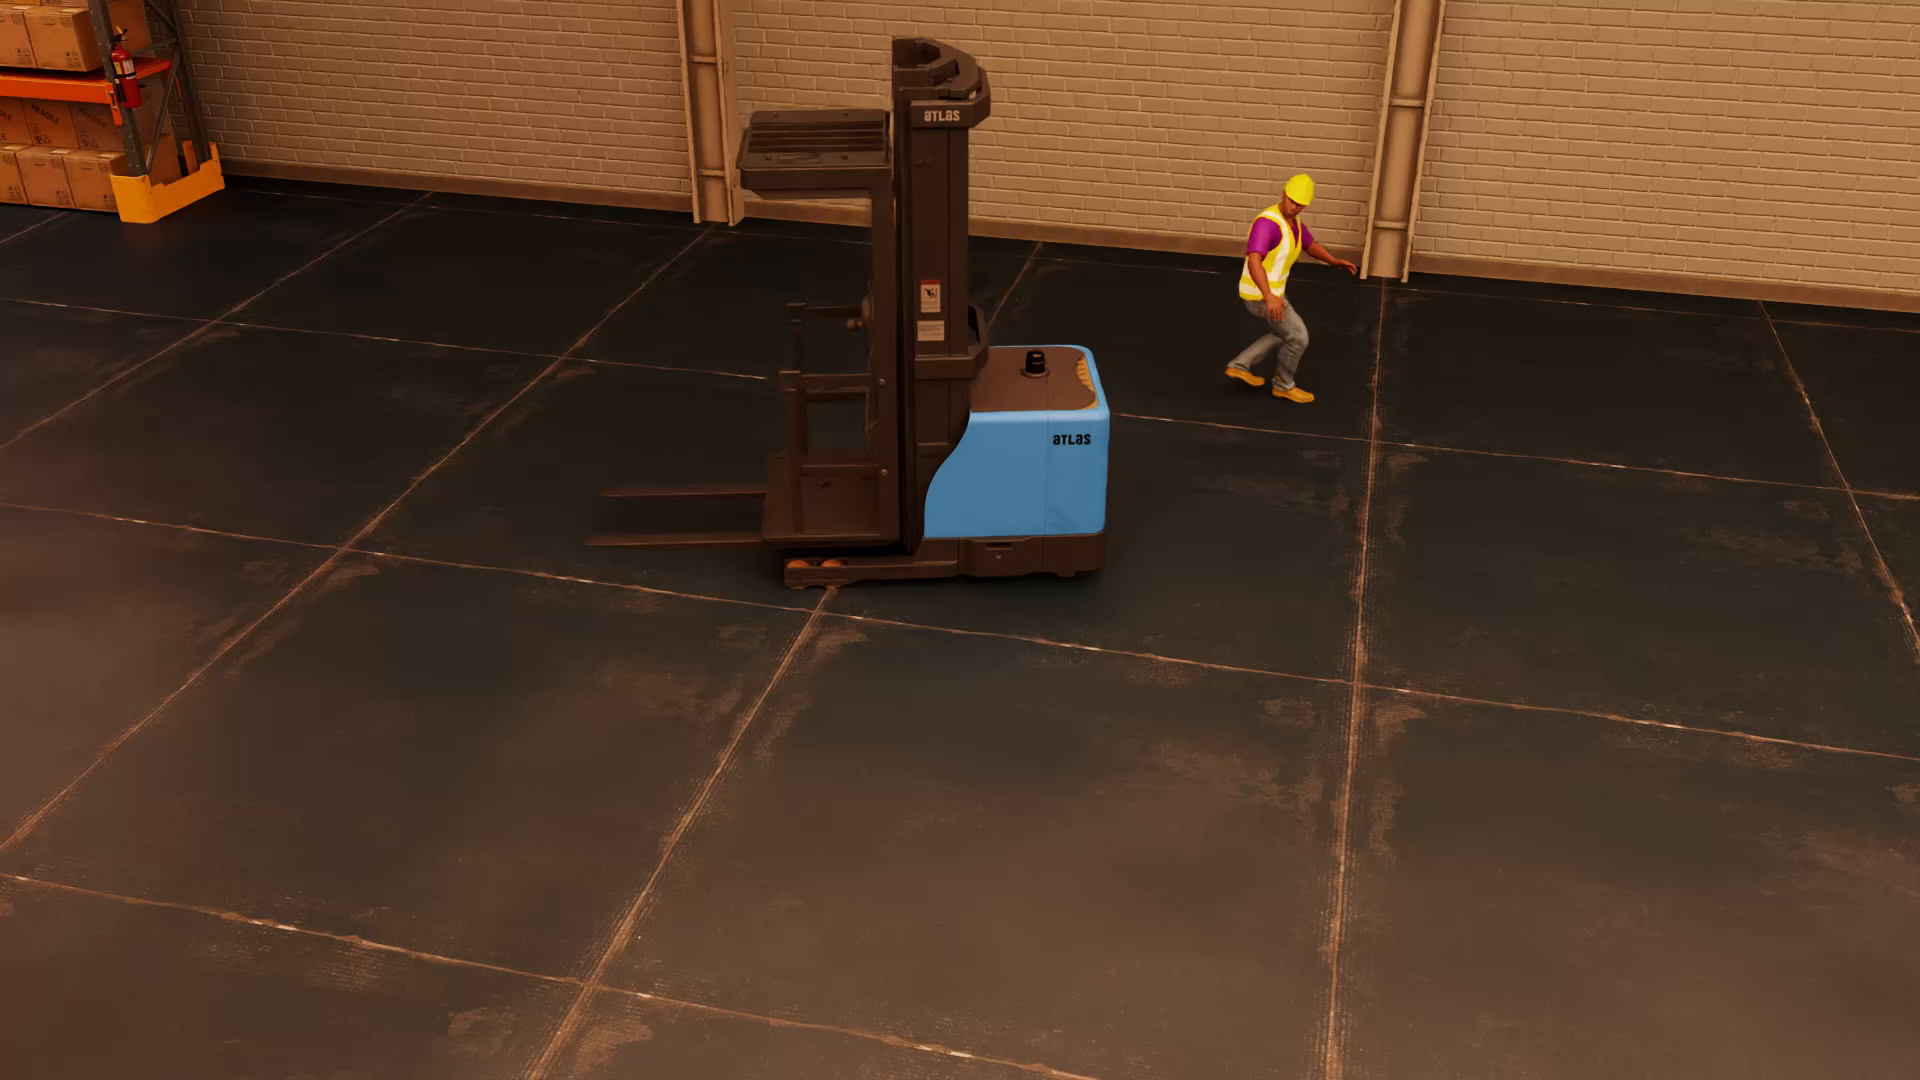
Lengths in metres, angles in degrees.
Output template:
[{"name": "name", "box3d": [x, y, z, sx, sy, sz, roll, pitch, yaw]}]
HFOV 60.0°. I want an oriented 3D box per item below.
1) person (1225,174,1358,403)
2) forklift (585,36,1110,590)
[{"name": "person", "box3d": [2.294, -1.705, 11.497, 0.841, 1.631, 0.923, 8, 31, 14]}, {"name": "forklift", "box3d": [-0.682, -1.256, 9.387, 3.031, 2.935, 1.130, -1, 30, -2]}]
